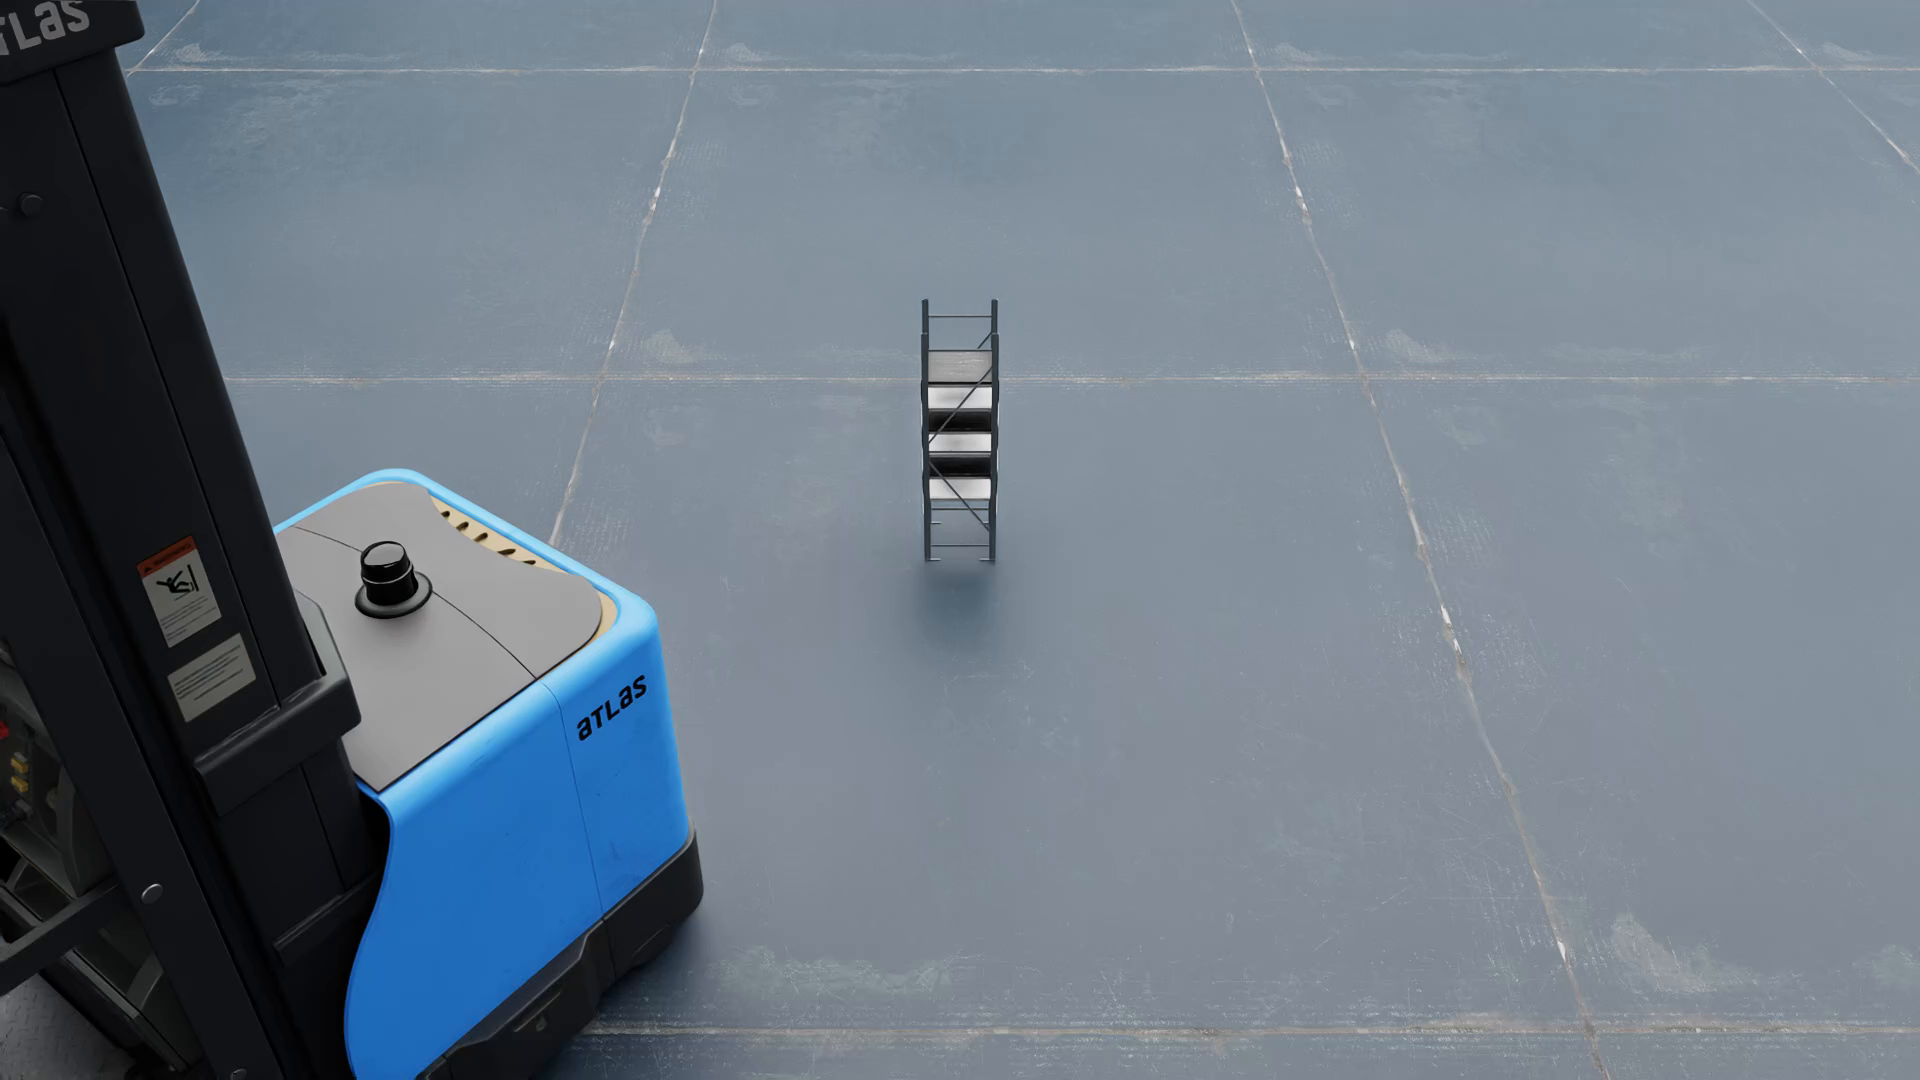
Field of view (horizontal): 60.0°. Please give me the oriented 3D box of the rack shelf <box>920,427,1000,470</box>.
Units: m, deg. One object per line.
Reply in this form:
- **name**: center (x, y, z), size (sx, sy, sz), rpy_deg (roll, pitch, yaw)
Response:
- **rack shelf**: center (0.000, -0.320, 5.483), size (0.258, 0.077, 0.200), rpy_deg (0, 39, 0)

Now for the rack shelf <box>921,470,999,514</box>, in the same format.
- **rack shelf**: center (0.000, -0.180, 5.596), size (0.258, 0.077, 0.200), rpy_deg (0, 39, 0)

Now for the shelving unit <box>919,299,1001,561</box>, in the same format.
- **shelving unit**: center (0.000, -0.346, 5.462), size (0.258, 0.900, 0.210), rpy_deg (0, 39, 0)

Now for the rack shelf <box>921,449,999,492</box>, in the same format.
- **rack shelf**: center (0.000, -0.250, 5.539), size (0.258, 0.077, 0.200), rpy_deg (0, 39, 0)

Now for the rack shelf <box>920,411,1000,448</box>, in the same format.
- **rack shelf**: center (0.000, -0.390, 5.427), size (0.258, 0.077, 0.200), rpy_deg (0, 39, 0)

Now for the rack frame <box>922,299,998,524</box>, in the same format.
- **rack frame**: center (0.000, -0.410, 5.542), size (0.240, 0.900, 0.006), rpy_deg (0, 39, 0)

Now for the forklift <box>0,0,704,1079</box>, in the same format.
- **forklift**: center (-1.980, 0.399, 2.908), size (1.130, 2.935, 3.031), rpy_deg (26, 45, 28)

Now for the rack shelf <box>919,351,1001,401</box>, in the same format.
- **rack shelf**: center (0.000, -0.531, 5.314), size (0.258, 0.077, 0.200), rpy_deg (0, 39, 0)

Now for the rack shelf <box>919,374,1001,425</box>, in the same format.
- **rack shelf**: center (0.000, -0.461, 5.371), size (0.258, 0.077, 0.200), rpy_deg (0, 39, 0)

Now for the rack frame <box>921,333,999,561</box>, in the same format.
- **rack frame**: center (0.000, -0.282, 5.383), size (0.240, 0.900, 0.006), rpy_deg (0, 39, 0)
